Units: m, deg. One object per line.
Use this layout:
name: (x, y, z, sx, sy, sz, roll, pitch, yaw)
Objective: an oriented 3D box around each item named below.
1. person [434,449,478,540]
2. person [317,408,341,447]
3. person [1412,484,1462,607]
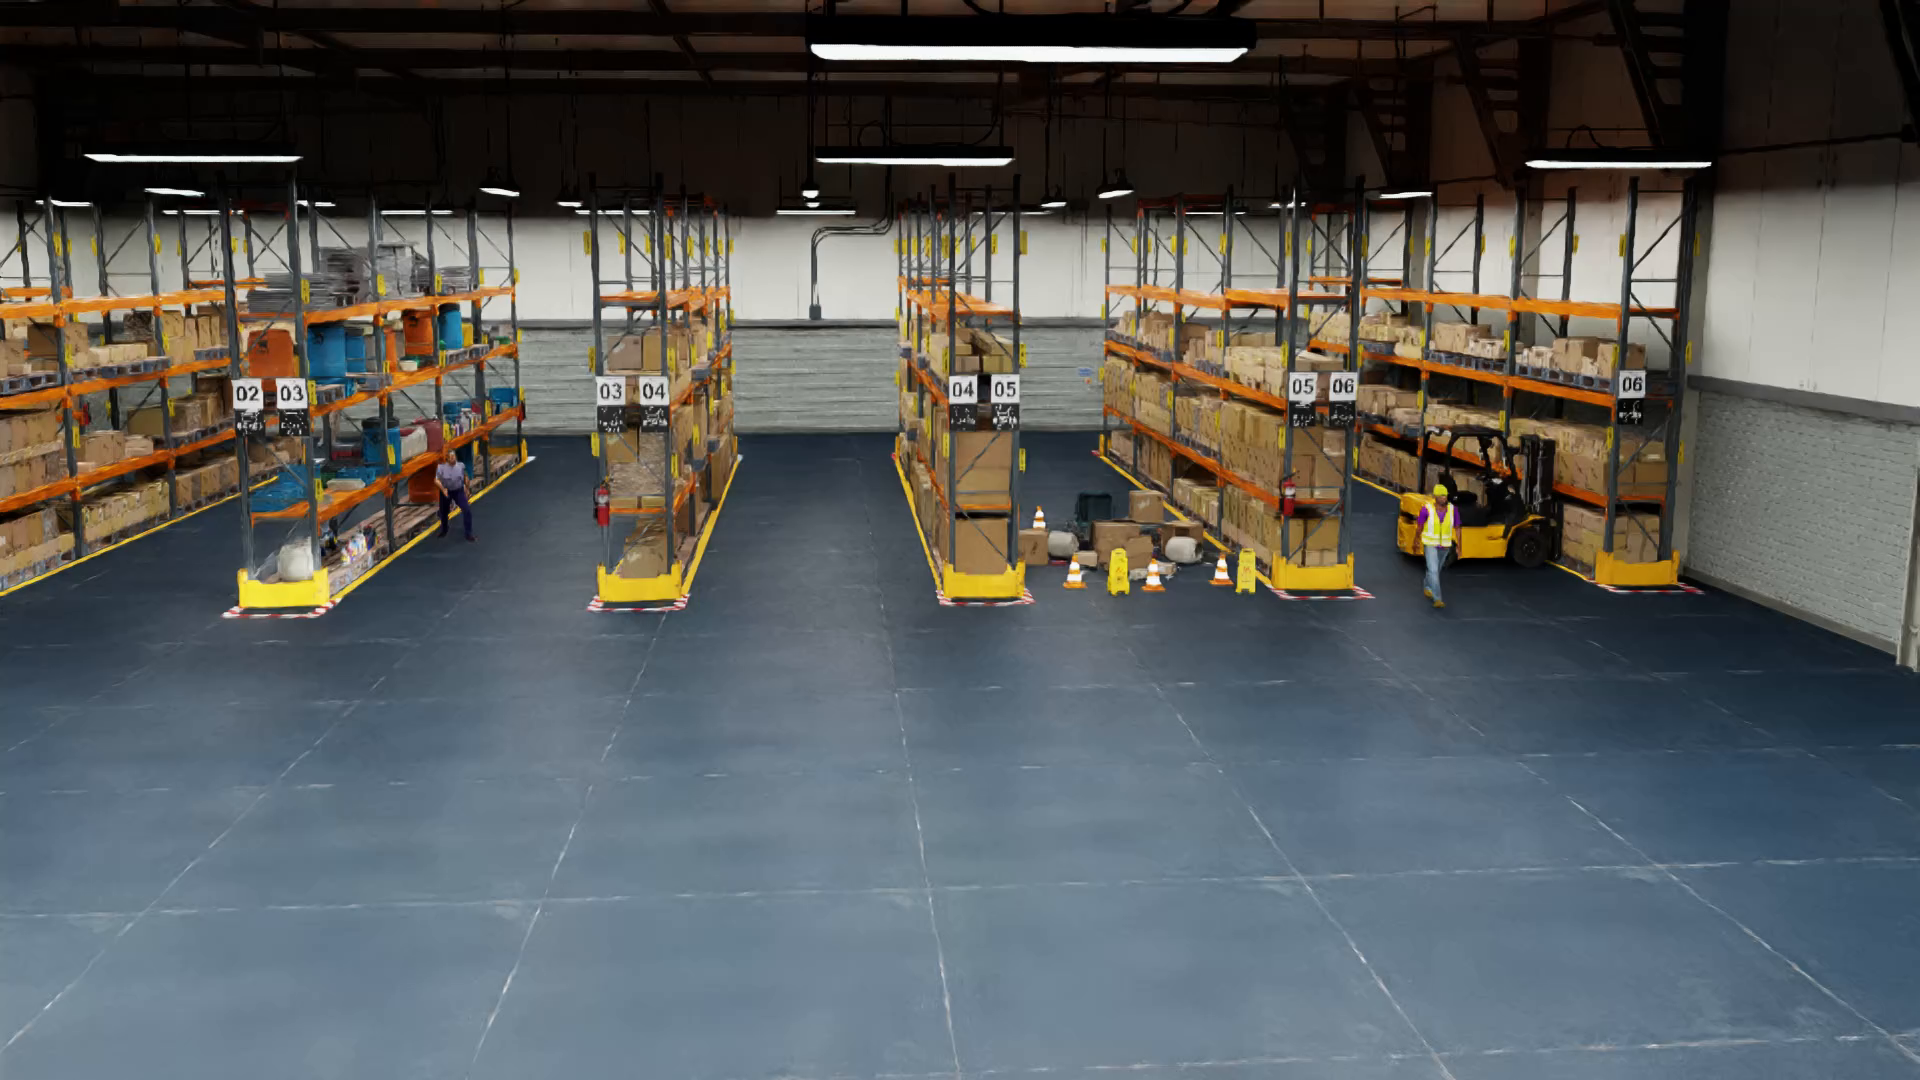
person: (-8.715, -0.802, 28.649, 0.655, 1.578, 0.824, -4, 11, -22)
person: (-15.779, -3.167, 41.624, 0.500, 1.718, 0.712, 4, 11, 24)
person: (6.758, 0.057, 23.457, 0.591, 1.716, 1.039, -1, 10, -5)
